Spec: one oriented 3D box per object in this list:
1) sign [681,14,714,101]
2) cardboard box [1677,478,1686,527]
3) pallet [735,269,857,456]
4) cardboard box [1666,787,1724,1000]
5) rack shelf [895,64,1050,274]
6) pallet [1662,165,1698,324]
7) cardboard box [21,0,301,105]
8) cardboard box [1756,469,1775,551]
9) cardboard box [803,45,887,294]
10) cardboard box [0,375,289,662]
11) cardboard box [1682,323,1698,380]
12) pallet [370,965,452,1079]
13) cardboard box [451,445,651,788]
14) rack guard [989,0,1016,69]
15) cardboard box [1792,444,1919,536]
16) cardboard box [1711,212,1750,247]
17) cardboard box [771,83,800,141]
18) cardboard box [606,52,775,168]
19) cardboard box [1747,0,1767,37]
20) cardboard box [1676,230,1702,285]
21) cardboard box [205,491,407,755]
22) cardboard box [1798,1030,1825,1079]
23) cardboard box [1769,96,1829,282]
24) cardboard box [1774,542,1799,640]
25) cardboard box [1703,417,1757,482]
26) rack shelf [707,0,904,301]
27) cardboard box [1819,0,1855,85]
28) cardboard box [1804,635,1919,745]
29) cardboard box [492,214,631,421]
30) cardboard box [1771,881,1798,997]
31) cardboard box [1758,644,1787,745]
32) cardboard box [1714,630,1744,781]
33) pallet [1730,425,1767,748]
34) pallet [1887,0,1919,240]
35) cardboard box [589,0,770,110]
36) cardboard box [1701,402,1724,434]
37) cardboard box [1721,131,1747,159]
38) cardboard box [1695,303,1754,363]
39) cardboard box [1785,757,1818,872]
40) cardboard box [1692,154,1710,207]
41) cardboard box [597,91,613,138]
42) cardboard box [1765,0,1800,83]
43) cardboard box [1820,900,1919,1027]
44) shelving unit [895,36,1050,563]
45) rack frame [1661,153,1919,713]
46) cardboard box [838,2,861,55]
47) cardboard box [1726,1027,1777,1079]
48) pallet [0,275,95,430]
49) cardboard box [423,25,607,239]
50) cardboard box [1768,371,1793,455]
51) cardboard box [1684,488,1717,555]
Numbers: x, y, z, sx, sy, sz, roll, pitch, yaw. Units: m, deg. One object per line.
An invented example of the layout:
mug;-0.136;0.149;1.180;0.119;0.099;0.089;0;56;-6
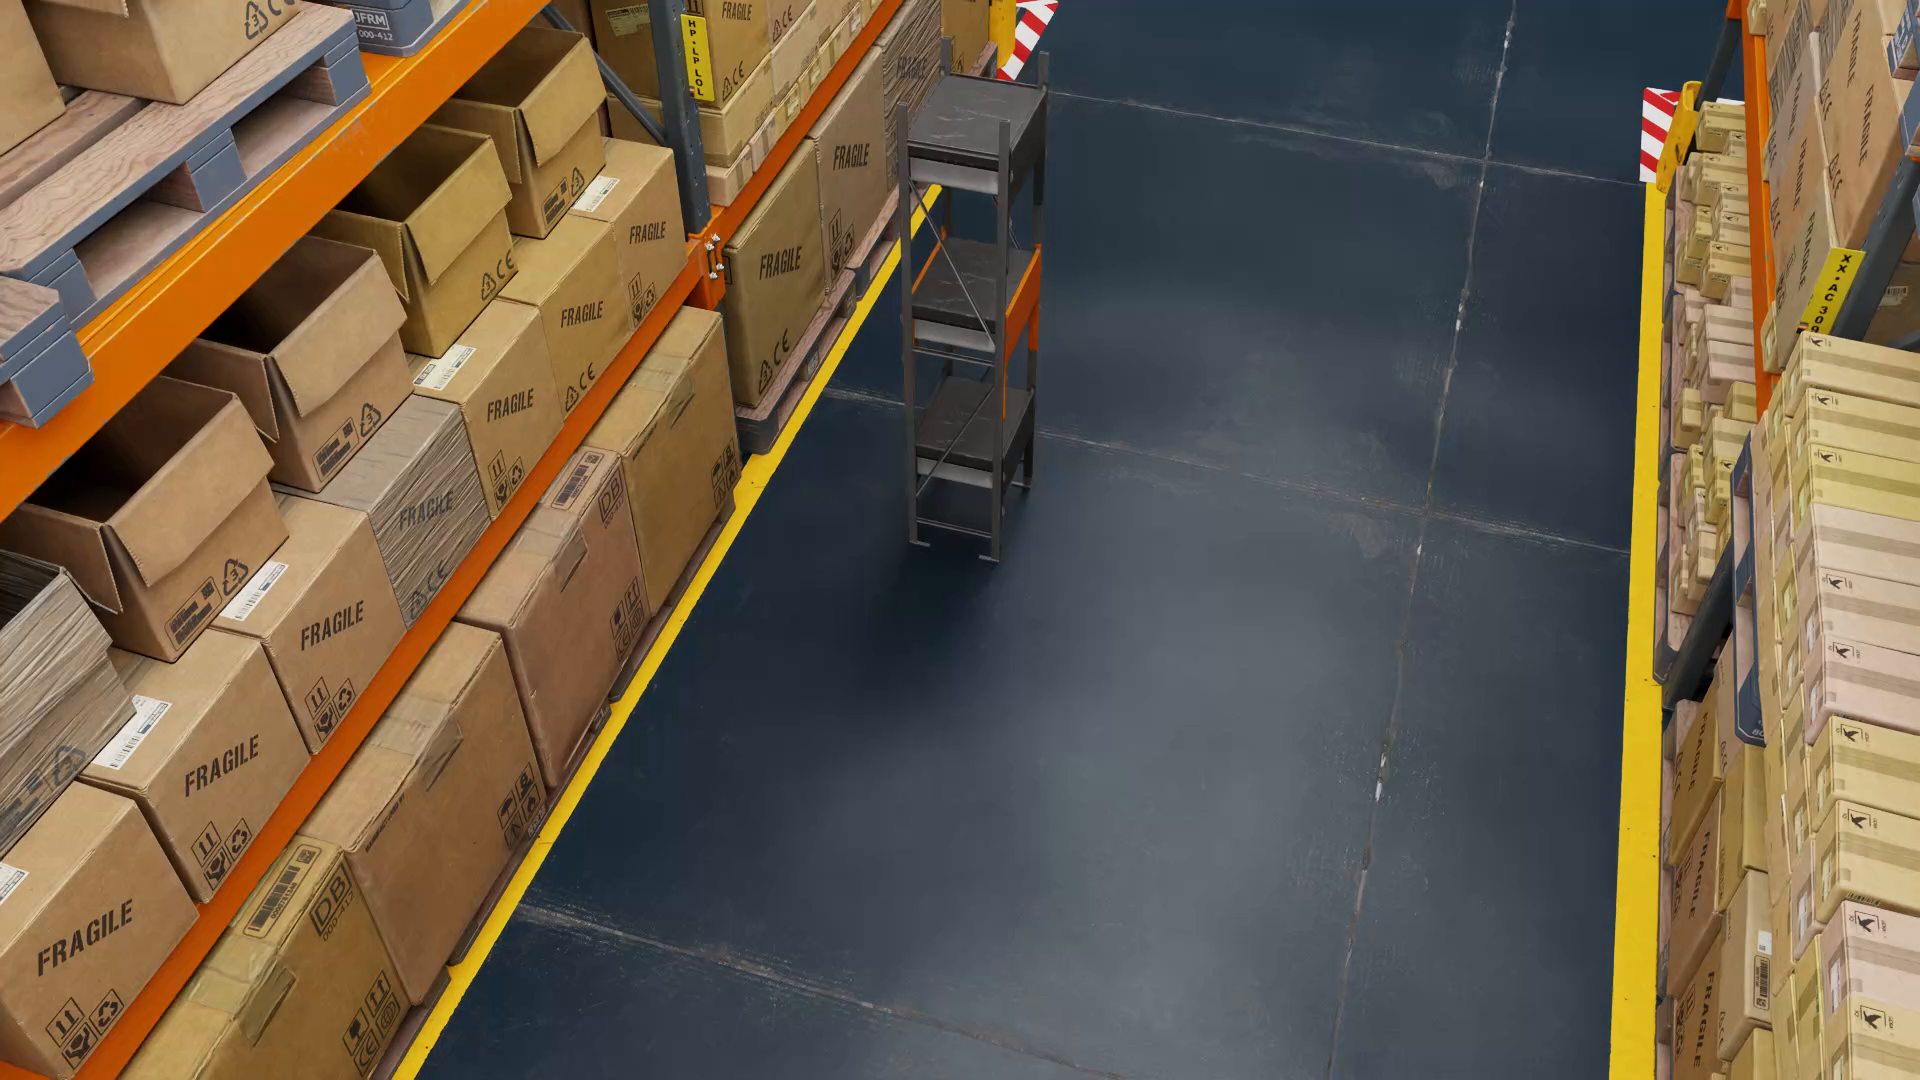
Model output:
sign;-0.951;-1.741;6.012;0.100;0.325;0.005;13;46;13
cardboard box;3.196;-0.156;6.902;0.380;0.149;0.250;11;45;11
pallet;-1.166;-0.957;7.976;1.003;0.211;1.213;13;46;13
cardboard box;2.590;1.187;5.278;0.500;0.500;0.500;14;46;14
rack shelf;0.050;-1.351;6.047;0.431;0.518;0.480;13;46;12
pallet;4.134;-1.431;8.460;1.003;0.211;1.213;13;46;13
cardboard box;-2.084;-1.423;3.940;0.797;0.503;0.637;12;46;12
cardboard box;2.589;-0.055;4.940;0.380;0.149;0.250;13;46;13
cardboard box;-0.923;-1.877;8.142;0.875;0.875;0.875;13;46;13
cardboard box;-2.246;-0.110;4.328;0.797;0.503;0.637;14;46;13
cardboard box;3.517;-0.828;7.588;0.380;0.149;0.250;13;46;13
pallet;-2.372;1.690;5.271;1.003;0.211;1.213;13;46;13
cardboard box;-1.916;0.172;6.047;1.225;0.875;0.875;11;45;11
rack guard;-0.253;-3.253;10.115;1.175;0.500;0.348;13;46;13
cardboard box;2.509;-0.096;4.557;0.380;0.149;0.250;13;46;13
cardboard box;3.698;-1.363;7.710;0.380;0.149;0.250;14;46;14
cardboard box;-0.906;-1.852;7.076;0.380;0.149;0.250;14;46;14
cardboard box;-1.079;-1.774;6.712;0.500;0.250;0.500;12;46;12
cardboard box;3.856;-2.429;7.667;0.380;0.149;0.250;11;46;11
cardboard box;3.721;-1.356;8.128;0.380;0.149;0.250;13;46;13
cardboard box;-1.970;0.214;4.714;0.500;0.500;0.500;12;46;12
cardboard box;1.962;1.207;3.437;0.380;0.149;0.250;13;46;13
cardboard box;3.261;-1.216;5.963;0.500;0.500;0.500;11;46;11
cardboard box;2.435;0.171;4.496;0.380;0.149;0.250;11;45;11
cardboard box;3.193;-0.328;6.652;0.380;0.149;0.250;12;46;12
rack shelf;-0.866;-2.540;8.114;1.077;0.370;4.000;13;46;13
cardboard box;3.430;-1.900;5.947;0.500;0.500;0.500;14;46;14
cardboard box;2.277;0.408;4.041;0.380;0.149;0.250;14;46;14
cardboard box;-1.509;-0.802;5.752;0.500;0.500;0.500;14;46;14
cardboard box;2.119;0.980;3.882;0.380;0.149;0.250;14;46;14
cardboard box;2.356;0.448;4.426;0.380;0.149;0.250;11;45;11
cardboard box;2.750;0.566;5.377;0.500;0.250;0.500;11;45;11
pallet;2.855;0.201;4.936;1.003;0.211;1.213;13;46;13
pallet;2.937;-0.962;3.977;1.213;0.211;1.003;13;46;13
cardboard box;-1.083;-2.050;6.457;0.500;0.500;0.500;13;46;13
cardboard box;3.380;-0.546;7.088;0.380;0.149;0.250;14;46;13
cardboard box;3.985;-1.869;8.227;0.380;0.149;0.250;13;46;13
cardboard box;3.410;-0.867;7.203;0.380;0.149;0.250;11;45;11
cardboard box;2.196;0.696;3.960;0.380;0.149;0.250;12;46;12
cardboard box;3.896;-1.784;8.353;0.380;0.149;0.250;12;46;12
cardboard box;-1.588;-1.866;6.806;0.500;0.250;0.500;12;46;12
cardboard box;3.739;-2.227;6.996;0.500;0.500;0.500;13;46;13
cardboard box;2.039;0.944;3.494;0.380;0.149;0.250;13;46;13
shelving unit;0.050;-0.861;6.527;0.431;2.100;0.503;13;46;12
rack frame;3.225;-0.346;5.358;1.000;3.000;0.127;13;46;13
cardboard box;-0.673;-2.365;7.601;0.380;0.149;0.250;13;46;13
cardboard box;2.283;1.610;4.310;0.500;0.250;0.500;14;46;13
pallet;-2.538;-0.243;3.243;1.213;0.211;1.003;15;46;14
cardboard box;-1.657;-1.431;5.677;0.797;0.503;0.637;11;46;11
cardboard box;2.667;-0.347;5.026;0.380;0.149;0.250;13;46;13
cardboard box;3.088;-0.044;6.574;0.380;0.149;0.250;11;45;11
